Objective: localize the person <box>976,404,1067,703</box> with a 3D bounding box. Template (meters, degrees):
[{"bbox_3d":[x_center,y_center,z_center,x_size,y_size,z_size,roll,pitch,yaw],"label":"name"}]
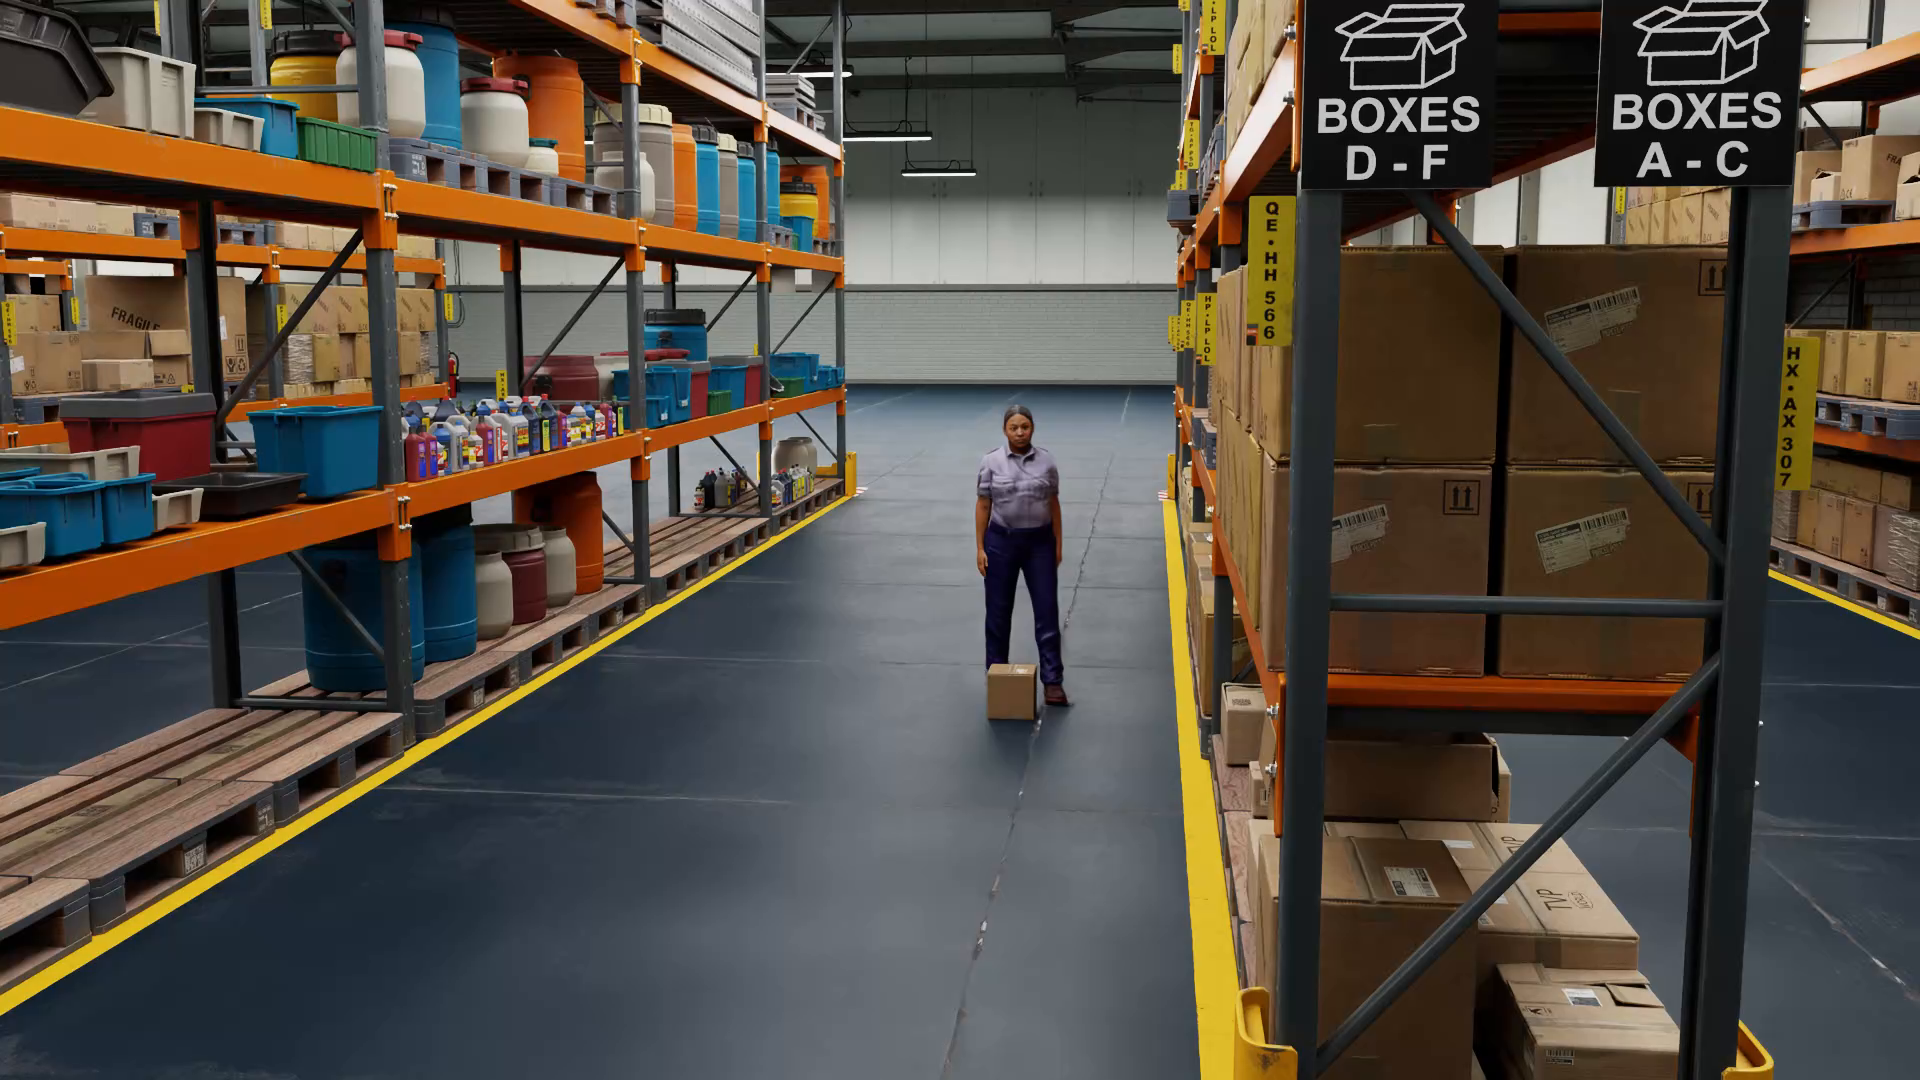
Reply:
[{"bbox_3d":[0.349,0.070,9.291,0.494,1.642,0.547,-1,8,-7],"label":"person"}]
